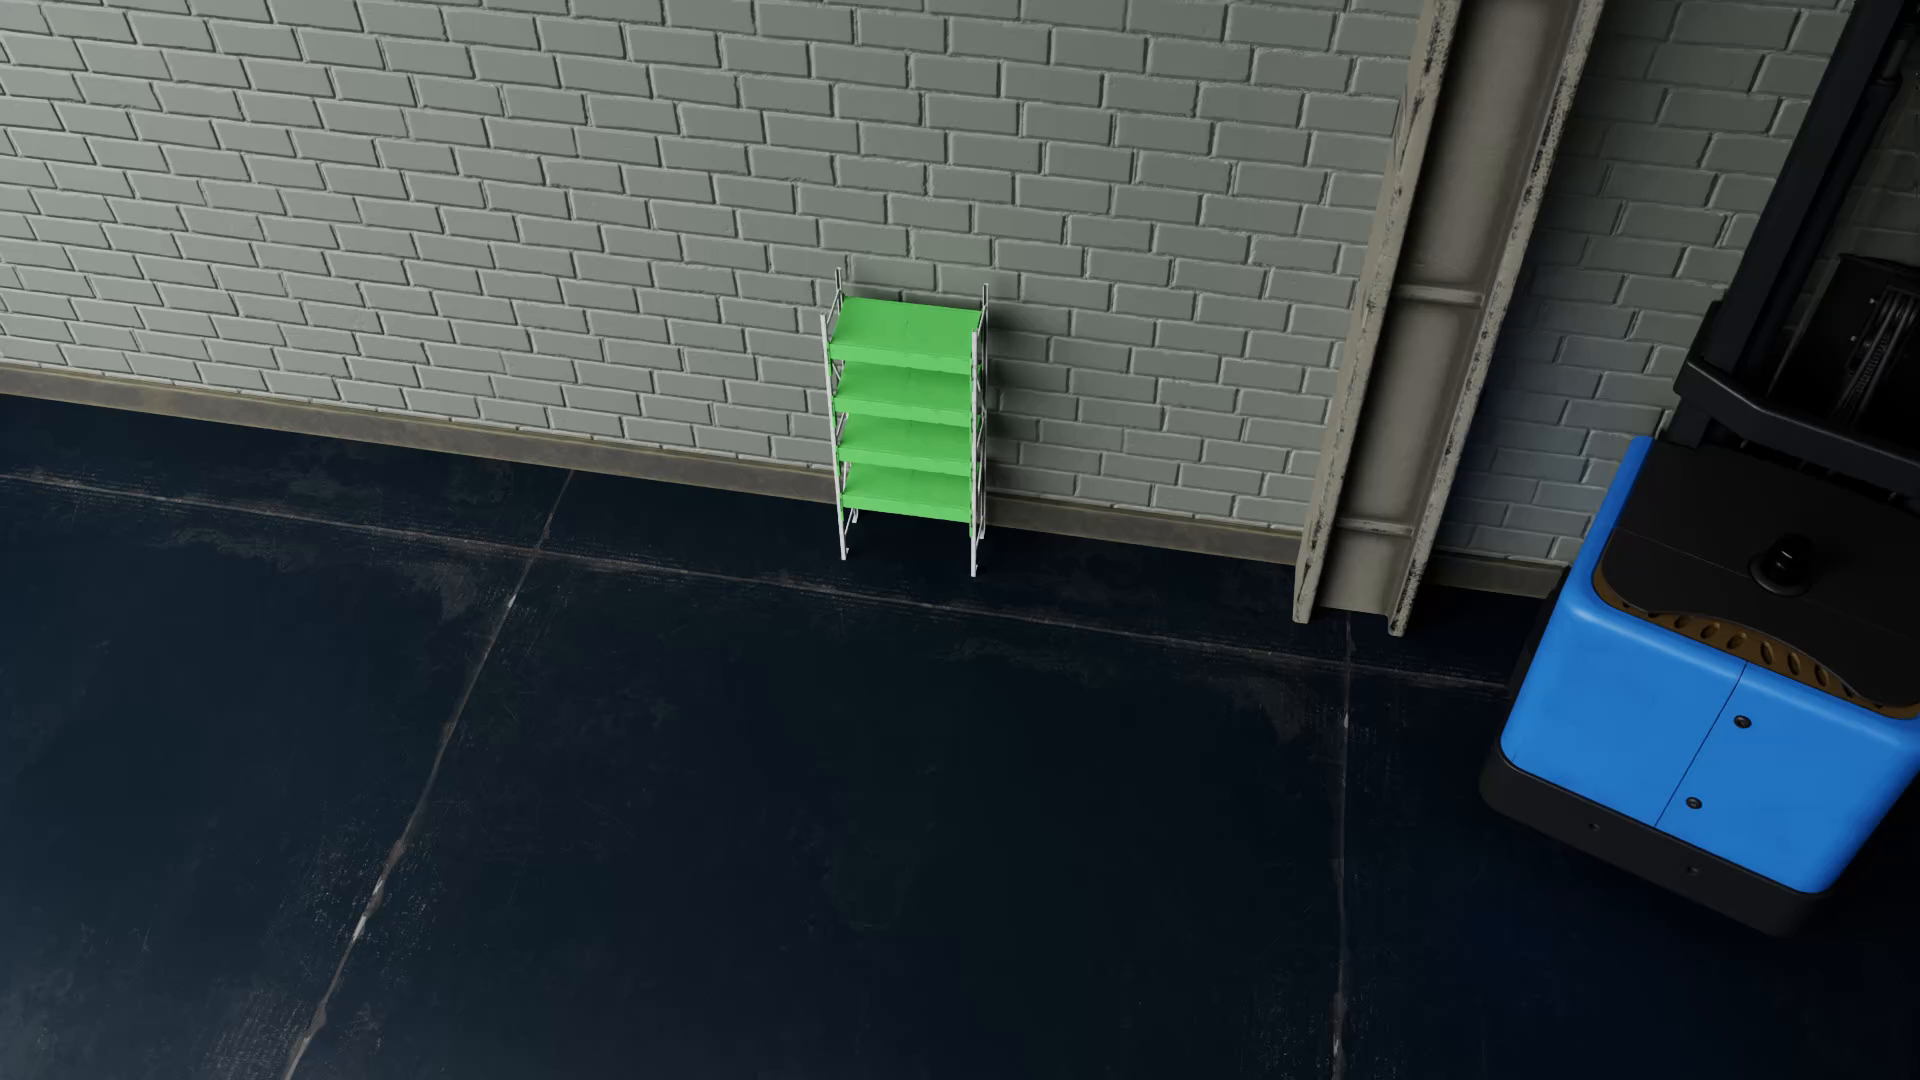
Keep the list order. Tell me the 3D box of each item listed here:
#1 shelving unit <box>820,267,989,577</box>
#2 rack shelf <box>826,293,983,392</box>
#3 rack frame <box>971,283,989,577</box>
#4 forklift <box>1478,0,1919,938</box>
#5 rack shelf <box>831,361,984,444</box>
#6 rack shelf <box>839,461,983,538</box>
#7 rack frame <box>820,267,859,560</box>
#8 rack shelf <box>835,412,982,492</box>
[{"bbox_3d":[-0.173,-0.378,5.779,0.503,1.200,0.258,7,50,6],"label":"shelving unit"},{"bbox_3d":[-0.175,-0.650,5.465,0.480,0.148,0.258,7,50,6],"label":"rack shelf"},{"bbox_3d":[0.067,-0.347,5.752,0.015,1.200,0.240,7,50,6],"label":"rack frame"},{"bbox_3d":[2.880,-0.856,5.049,1.130,2.935,3.031,24,52,20],"label":"forklift"},{"bbox_3d":[-0.174,-0.493,5.646,0.480,0.148,0.258,7,50,6],"label":"rack shelf"},{"bbox_3d":[-0.172,-0.179,6.009,0.480,0.148,0.258,7,50,6],"label":"rack shelf"},{"bbox_3d":[-0.414,-0.408,5.807,0.015,1.200,0.240,7,50,6],"label":"rack frame"},{"bbox_3d":[-0.173,-0.336,5.828,0.480,0.148,0.258,7,50,6],"label":"rack shelf"}]
